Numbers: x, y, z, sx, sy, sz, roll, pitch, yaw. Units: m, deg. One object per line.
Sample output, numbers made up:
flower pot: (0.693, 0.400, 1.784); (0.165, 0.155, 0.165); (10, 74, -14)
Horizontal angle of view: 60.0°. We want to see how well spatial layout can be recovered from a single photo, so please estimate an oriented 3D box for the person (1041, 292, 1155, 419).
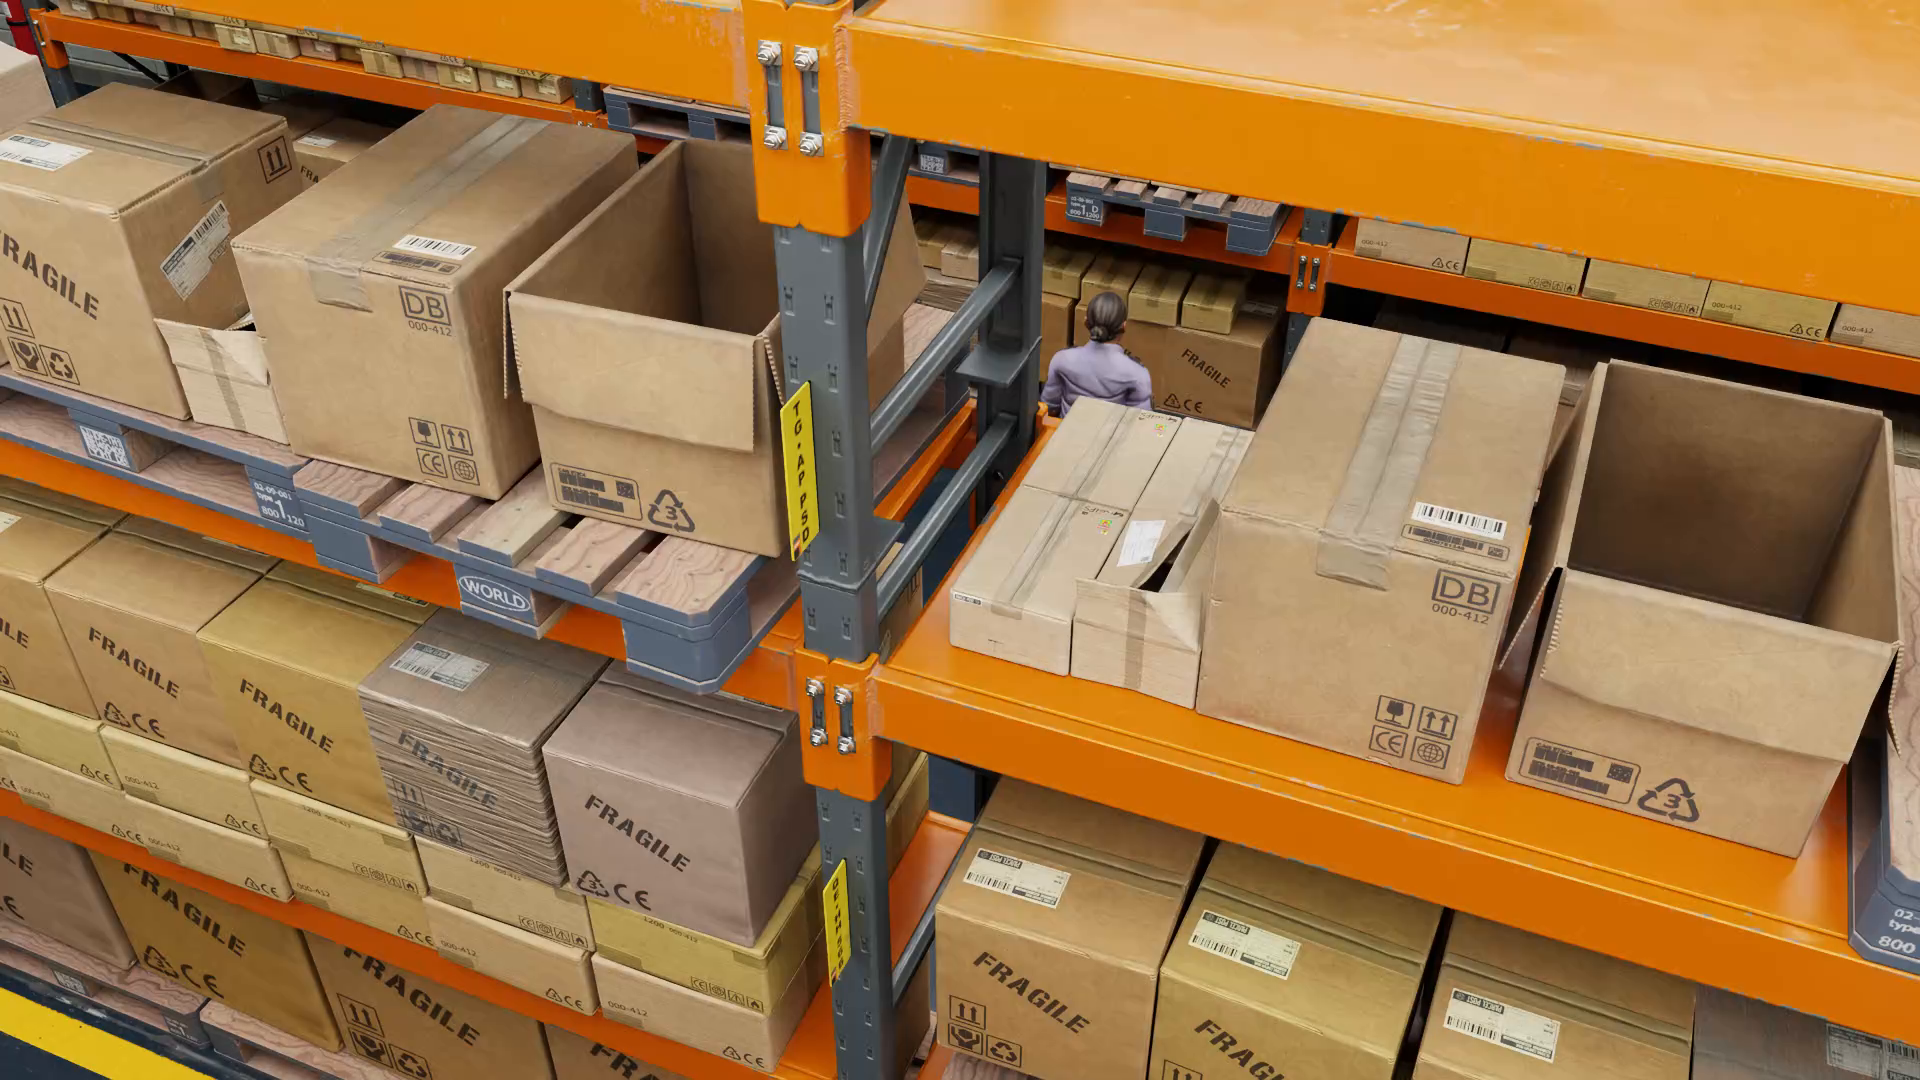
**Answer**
person: (0.599, -0.307, 7.220); (0.539, 1.652, 0.370); (14, 40, 18)
